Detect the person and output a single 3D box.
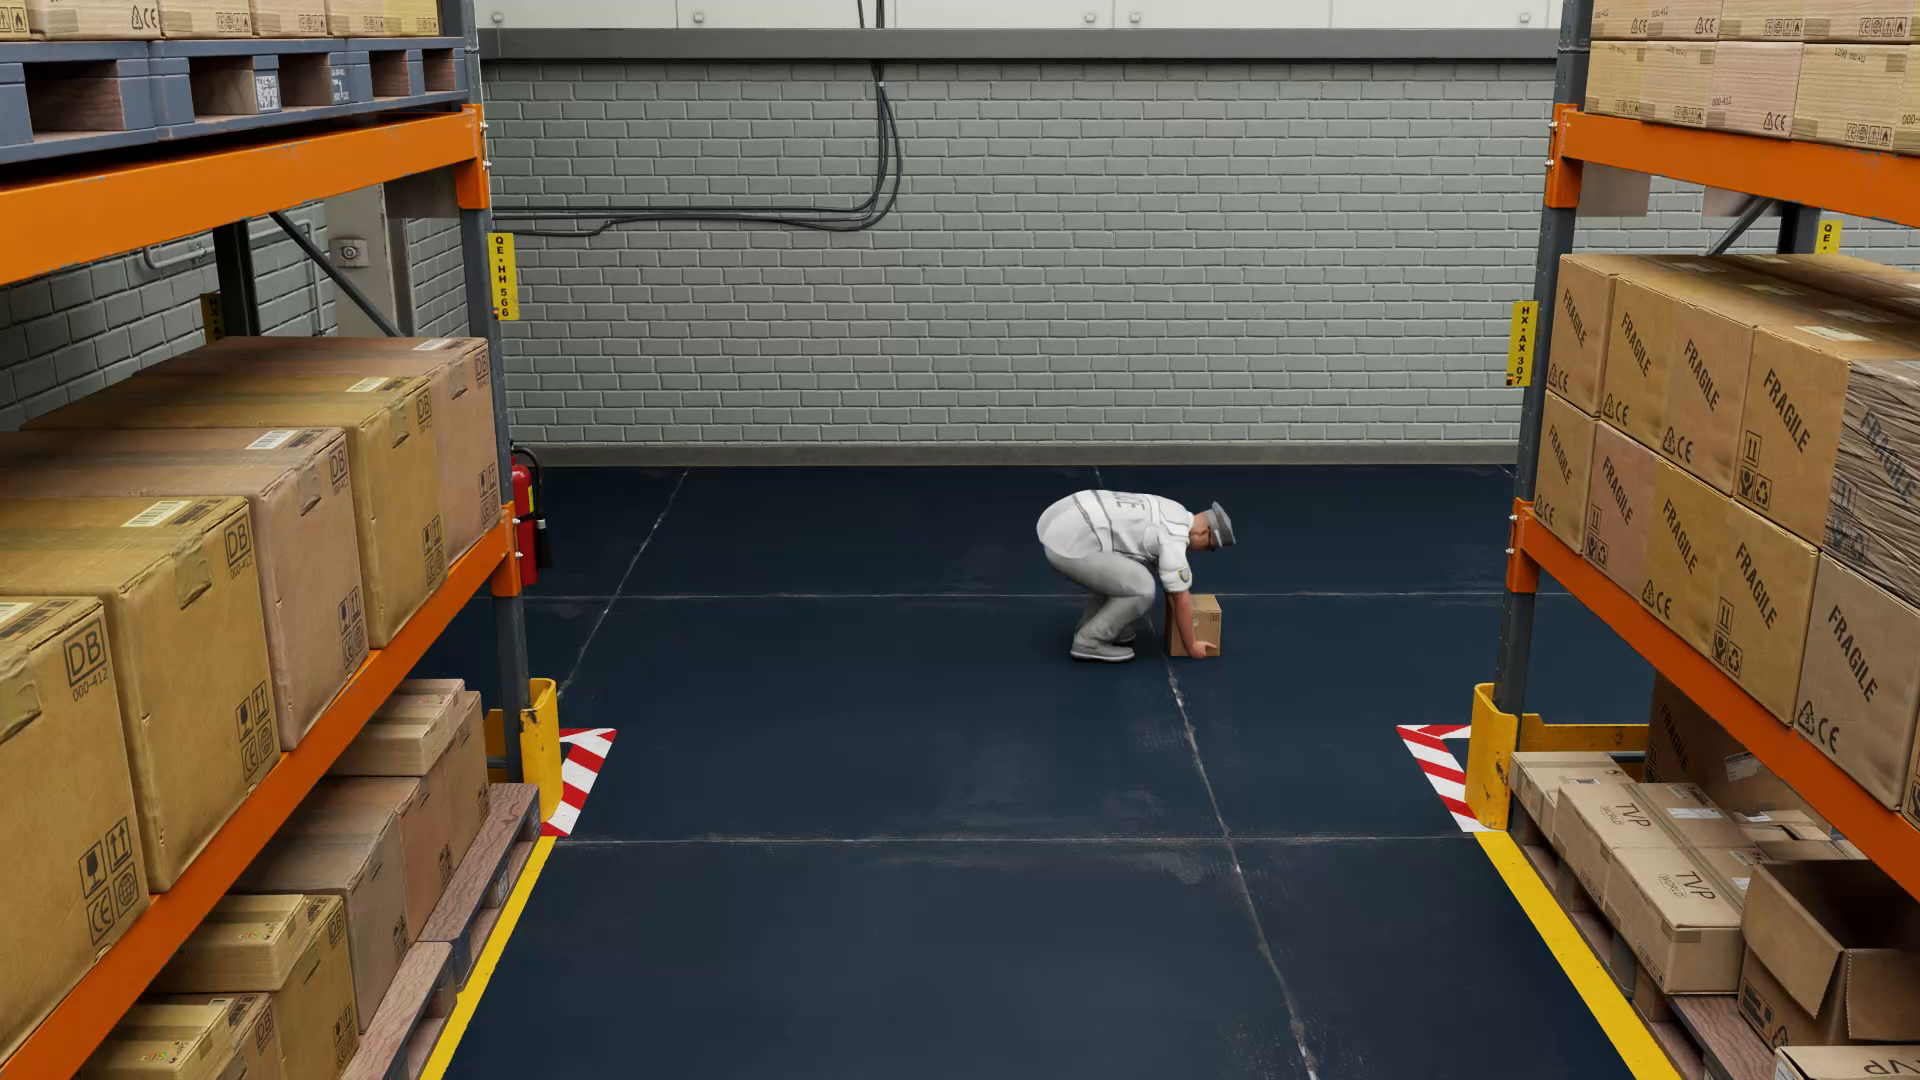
[{"bbox_3d":[0.907,0.173,8.552,1.031,0.865,0.524,-1,17,-3],"label":"person"}]
